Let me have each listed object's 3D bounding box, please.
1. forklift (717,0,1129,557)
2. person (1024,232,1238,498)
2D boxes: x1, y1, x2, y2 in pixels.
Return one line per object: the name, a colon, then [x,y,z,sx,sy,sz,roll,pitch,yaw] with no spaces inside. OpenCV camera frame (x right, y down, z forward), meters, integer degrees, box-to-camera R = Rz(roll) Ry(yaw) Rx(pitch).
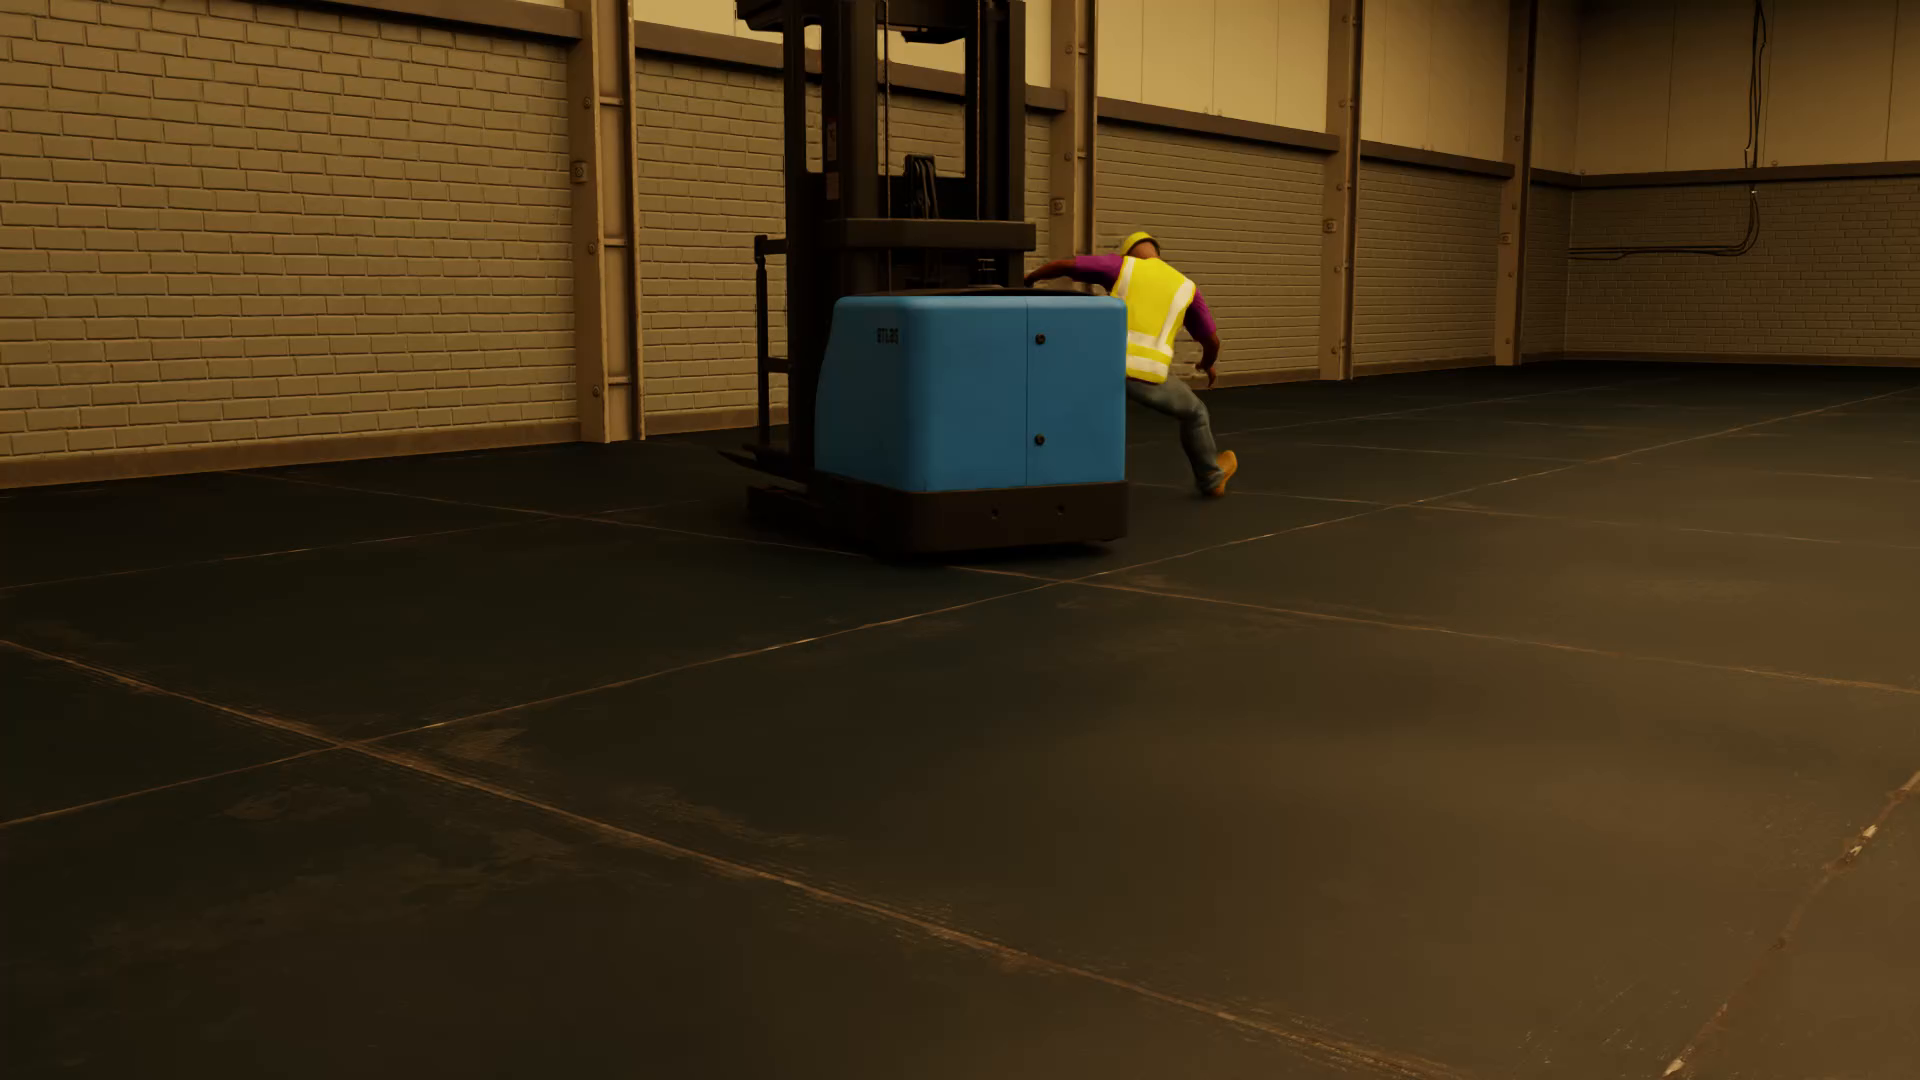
forklift: [-0.390,-1.554,7.903,1.130,2.935,3.031,-4,9,-26]
person: [0.815,-0.902,8.745,1.335,1.422,0.830,1,8,6]
